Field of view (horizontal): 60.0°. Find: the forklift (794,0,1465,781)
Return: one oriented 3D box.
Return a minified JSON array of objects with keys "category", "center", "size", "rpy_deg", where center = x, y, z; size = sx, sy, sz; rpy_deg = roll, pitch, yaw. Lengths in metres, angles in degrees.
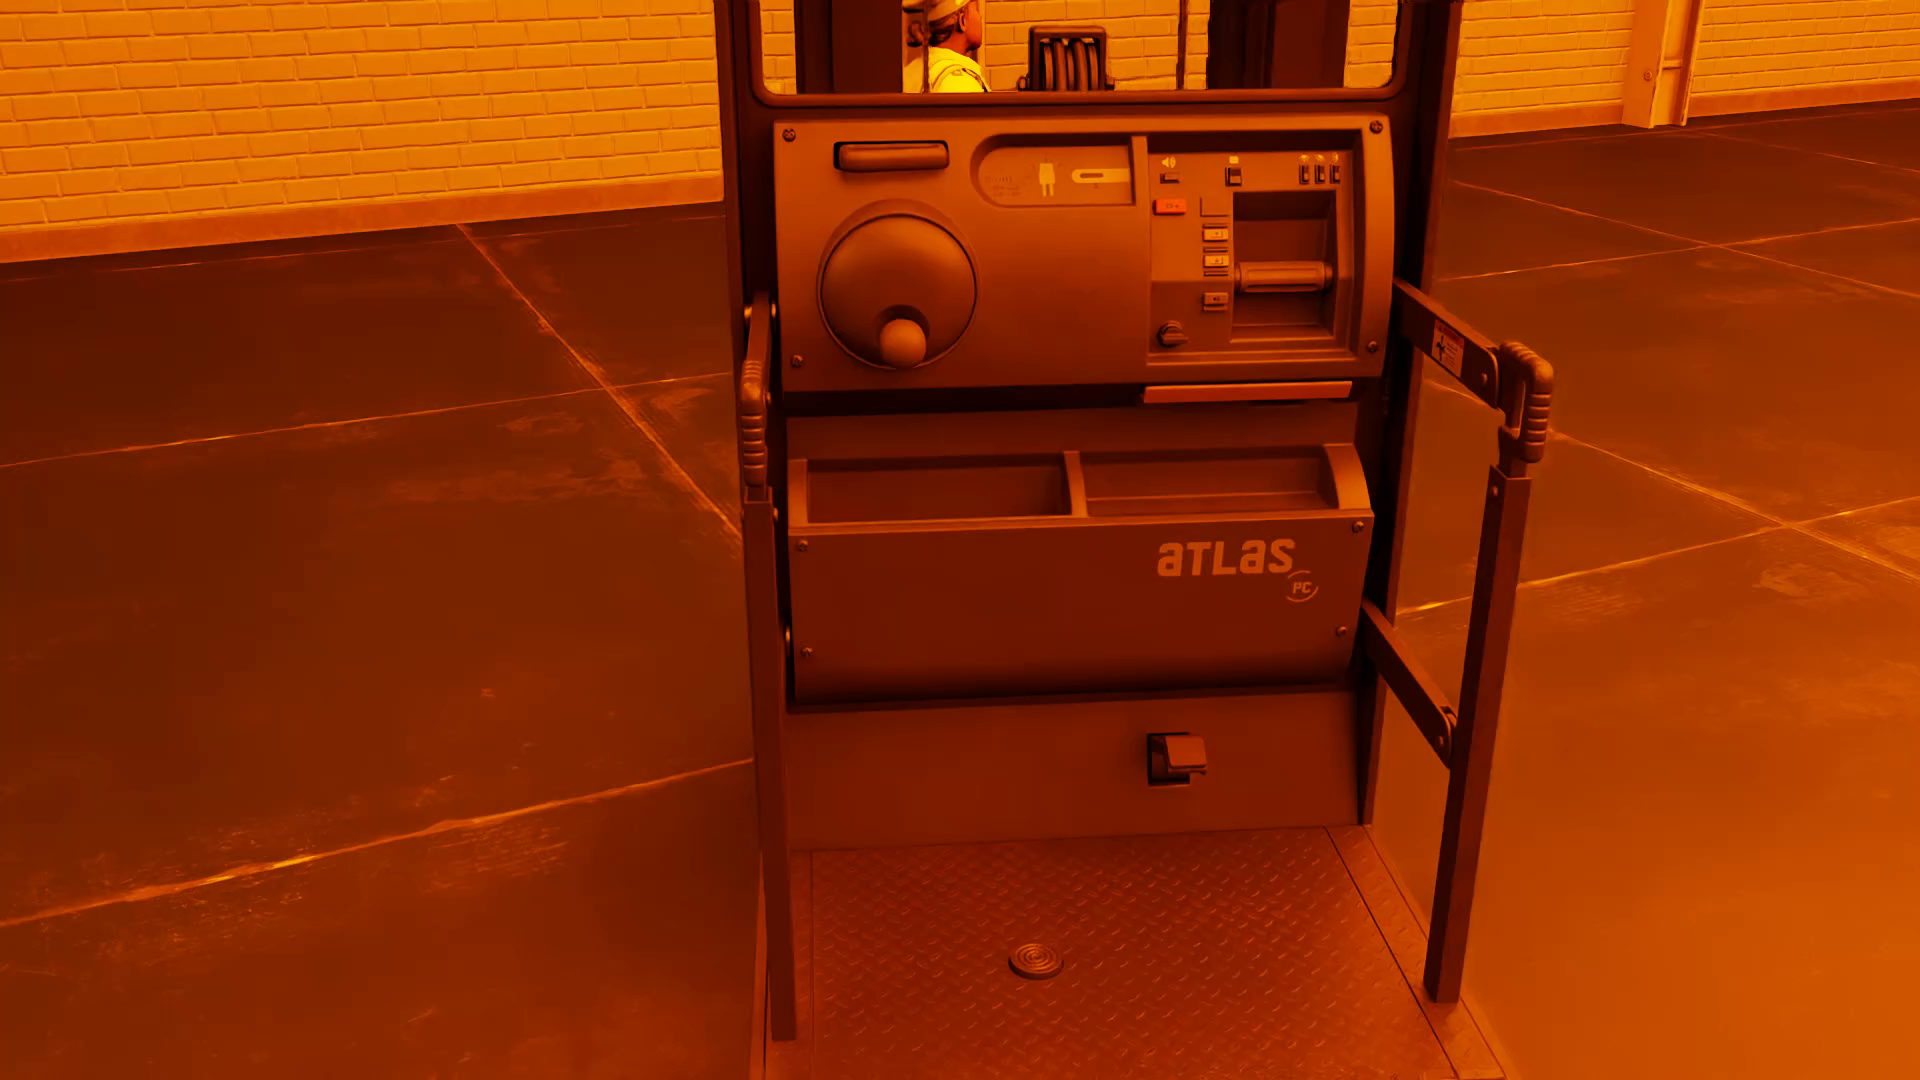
[{"category":"forklift","center":[0.211,-0.420,2.298],"size":[1.130,2.935,3.031],"rpy_deg":[-2,23,-5]}]

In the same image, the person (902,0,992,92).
[{"category":"person","center":[0.011,-0.817,4.759],"size":[0.394,1.628,0.510],"rpy_deg":[-10,25,-23]}]
